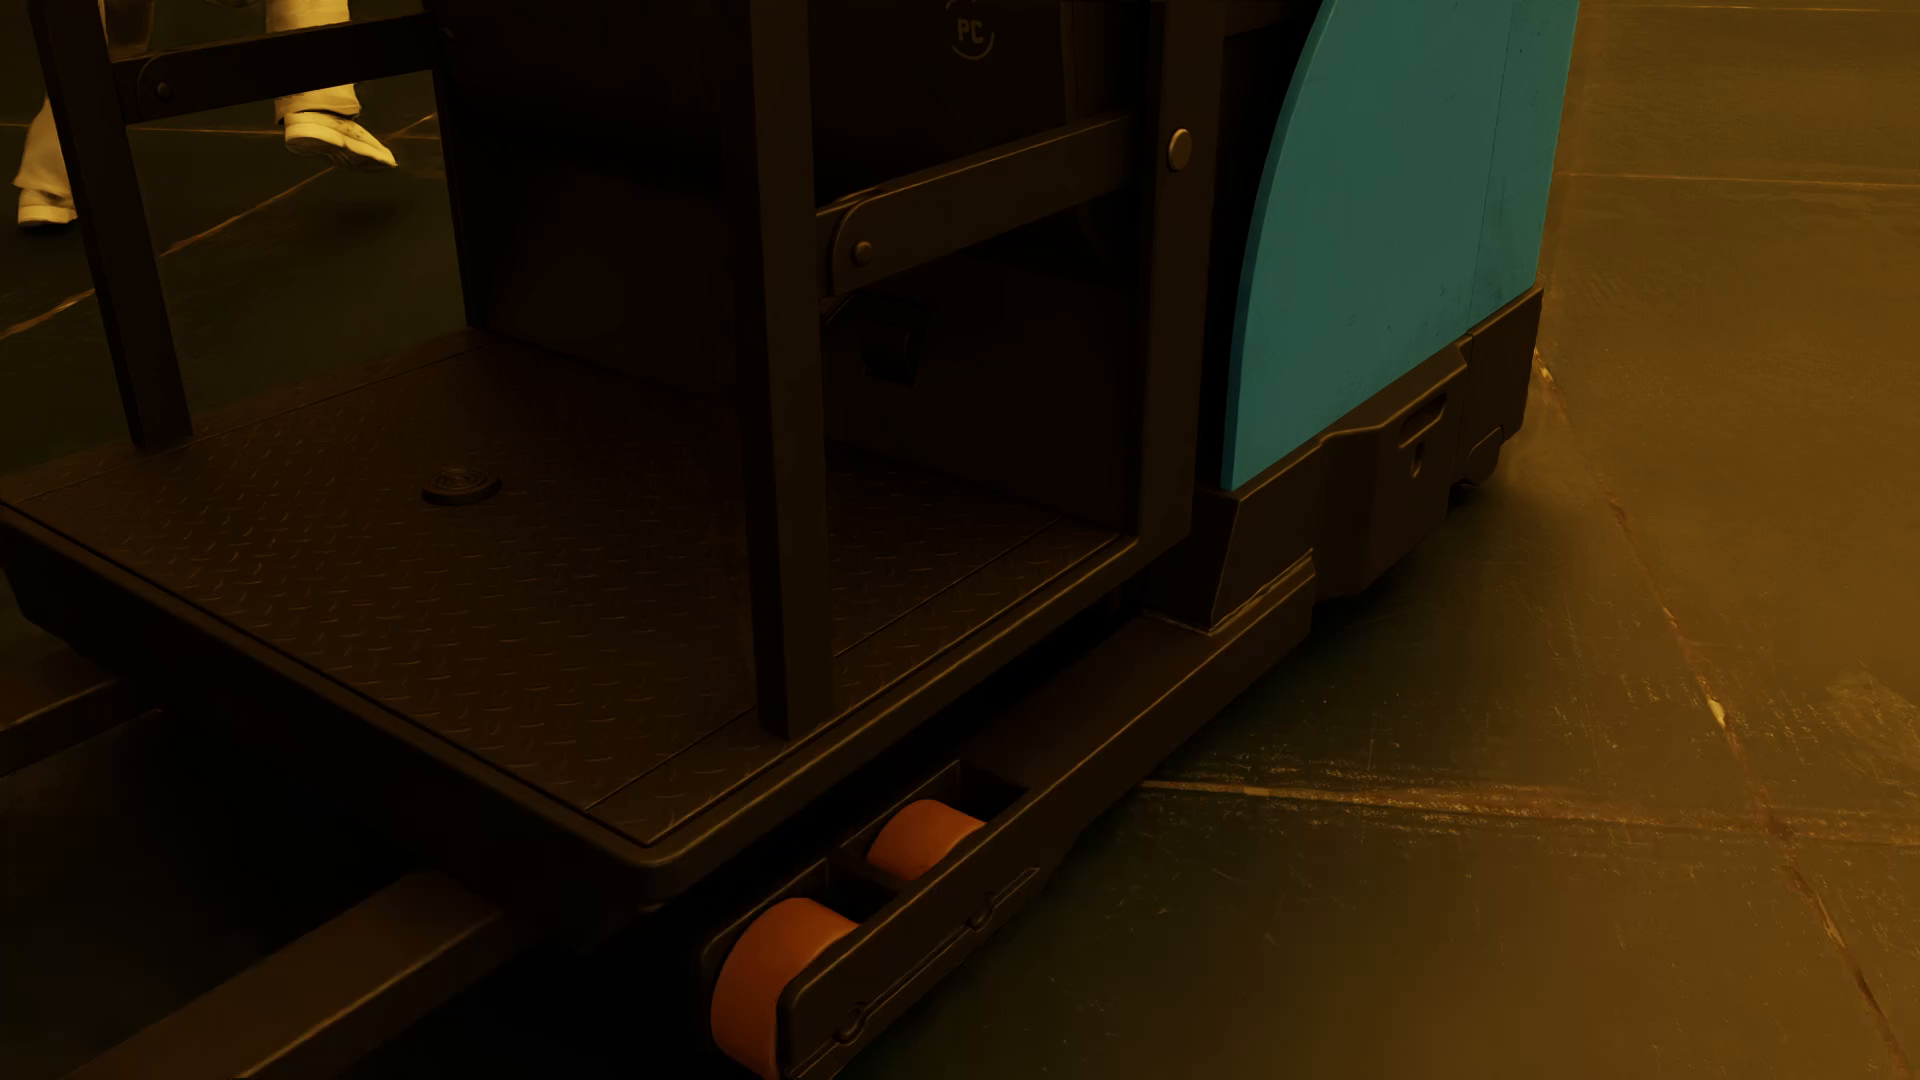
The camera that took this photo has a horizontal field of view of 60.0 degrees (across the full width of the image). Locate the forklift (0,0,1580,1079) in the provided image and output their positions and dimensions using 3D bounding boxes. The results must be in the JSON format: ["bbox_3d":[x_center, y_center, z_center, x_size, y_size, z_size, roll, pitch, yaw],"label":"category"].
[{"bbox_3d":[-0.369,-1.065,1.351,1.130,2.935,3.031,19,32,33],"label":"forklift"}]

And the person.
[{"bbox_3d":[-1.855,-1.450,3.787,0.846,1.546,0.675,4,27,8],"label":"person"}]
